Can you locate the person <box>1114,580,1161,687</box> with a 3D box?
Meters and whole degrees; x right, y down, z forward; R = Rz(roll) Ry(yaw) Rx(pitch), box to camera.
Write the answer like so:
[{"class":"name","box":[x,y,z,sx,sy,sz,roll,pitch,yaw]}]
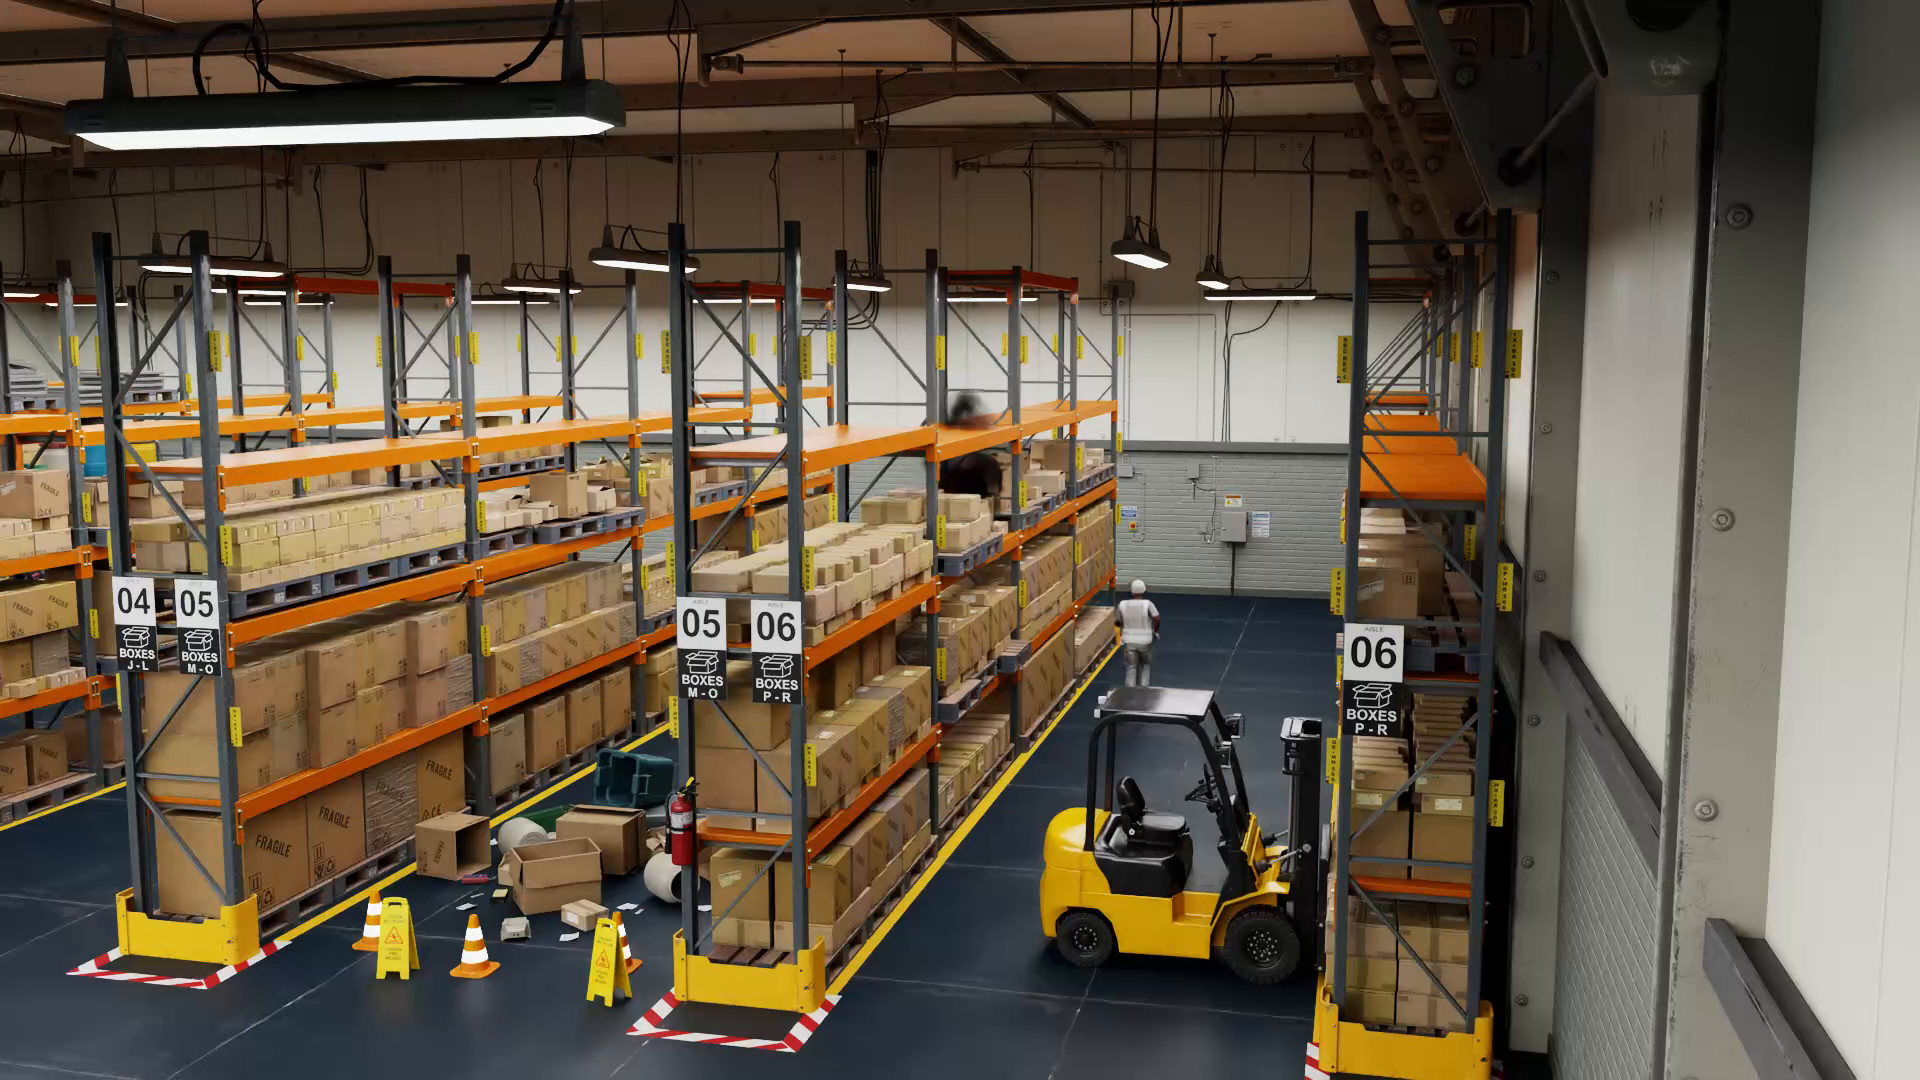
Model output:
[{"class":"person","box":[2.476,1.464,23.174,0.659,1.840,0.733,1,7,10]}]
